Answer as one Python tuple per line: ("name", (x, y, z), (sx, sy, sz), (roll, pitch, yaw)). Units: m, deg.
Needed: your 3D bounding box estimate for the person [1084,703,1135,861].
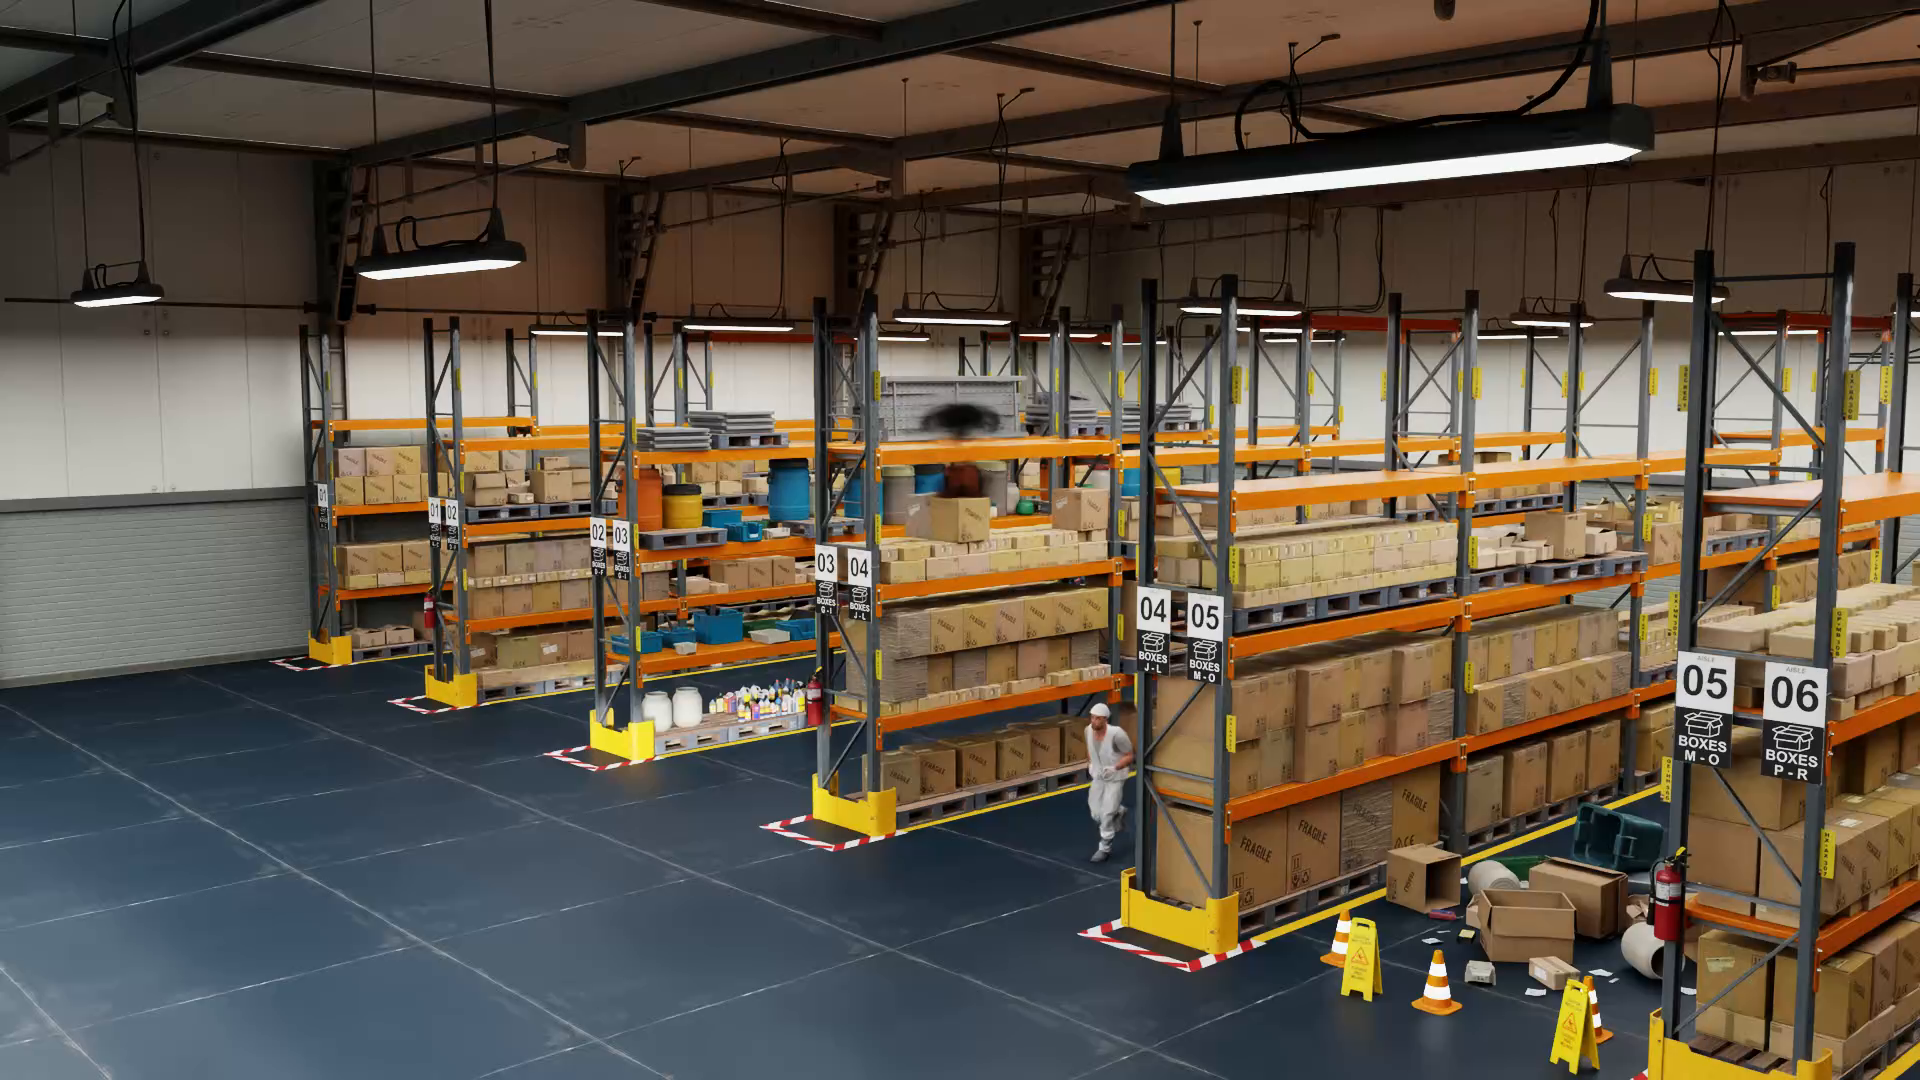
("person", (1.600, 2.548, 17.686), (0.646, 1.719, 0.777), (4, 7, 31))
